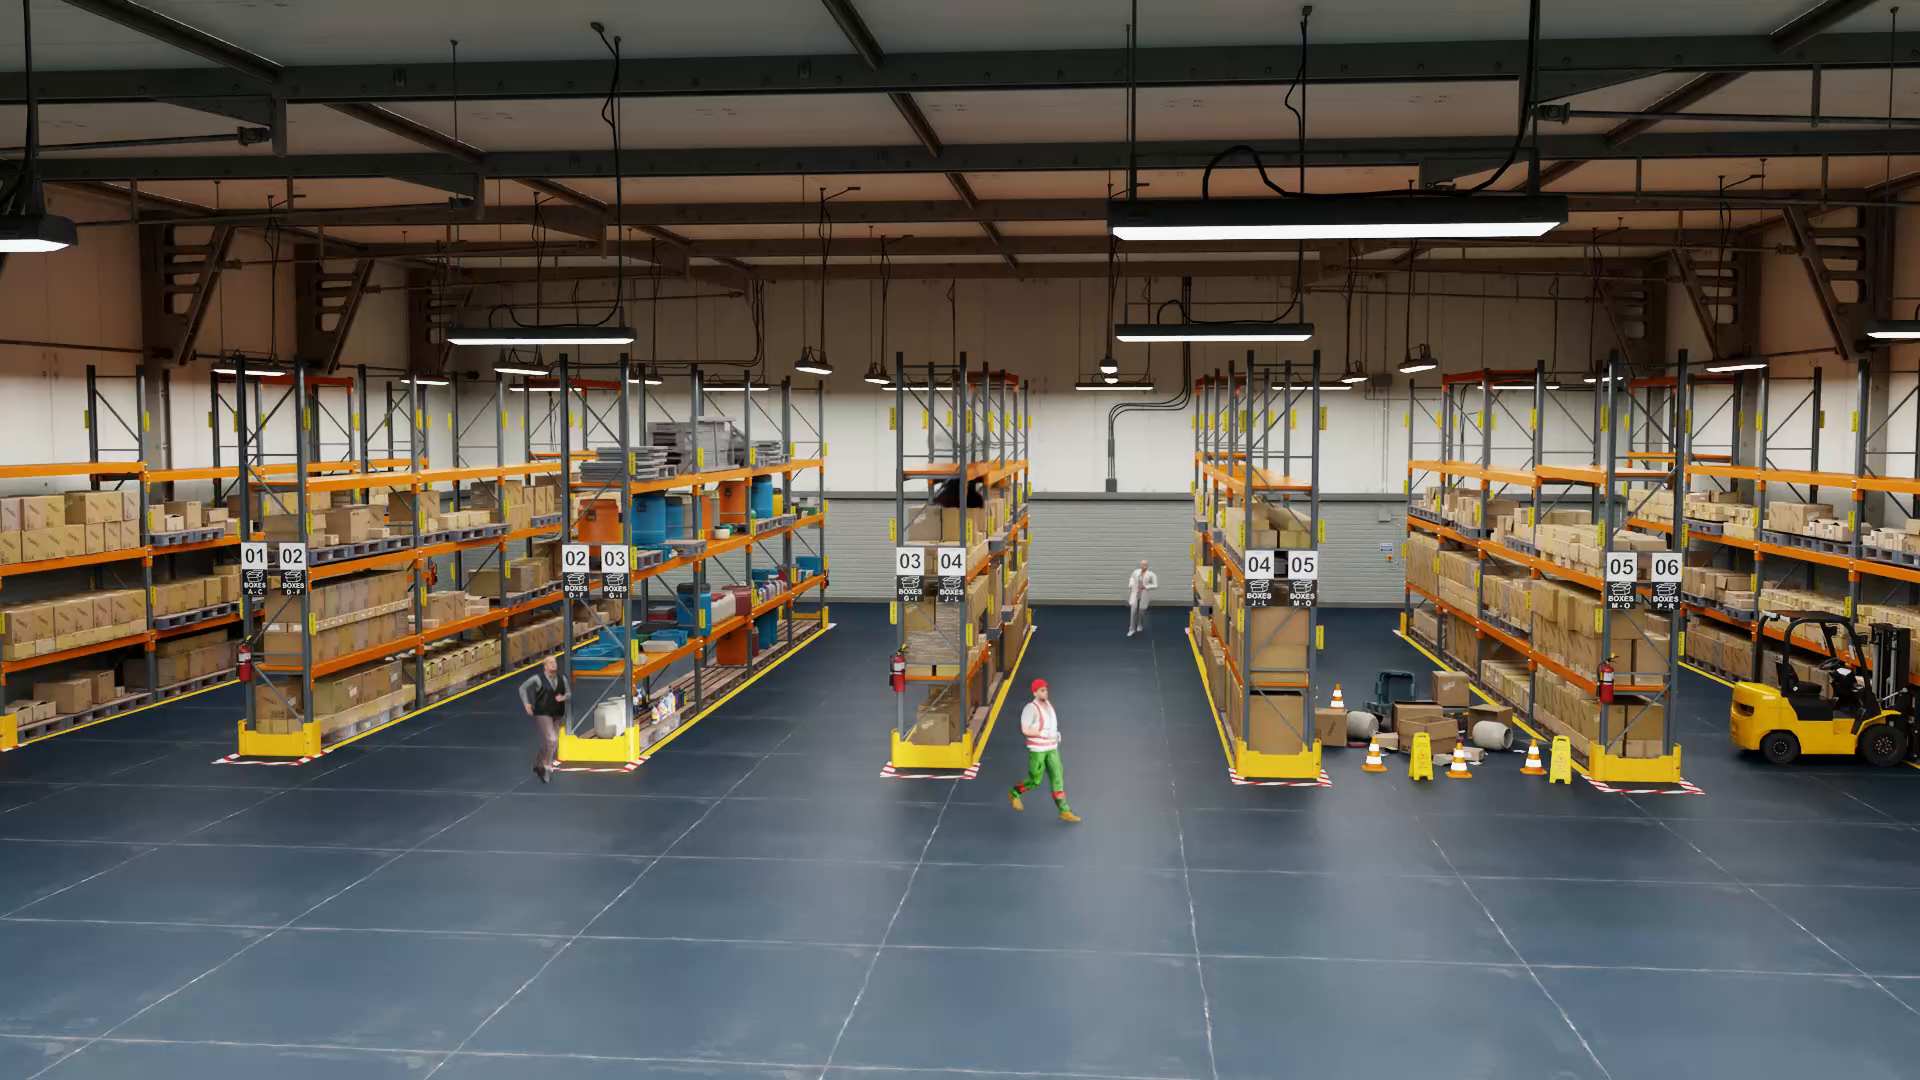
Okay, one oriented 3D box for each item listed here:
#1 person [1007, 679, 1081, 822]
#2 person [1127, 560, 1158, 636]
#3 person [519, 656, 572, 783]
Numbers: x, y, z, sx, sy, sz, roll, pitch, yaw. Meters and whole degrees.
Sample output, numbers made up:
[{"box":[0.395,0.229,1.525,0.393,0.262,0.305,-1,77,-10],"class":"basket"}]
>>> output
[{"box":[1.058,2.604,20.807,0.678,1.739,1.092,-4,6,-45],"class":"person"},{"box":[4.311,1.361,39.160,0.734,1.787,0.975,2,4,24],"class":"person"},{"box":[-5.757,2.509,23.327,0.667,1.754,0.645,3,5,40],"class":"person"}]
